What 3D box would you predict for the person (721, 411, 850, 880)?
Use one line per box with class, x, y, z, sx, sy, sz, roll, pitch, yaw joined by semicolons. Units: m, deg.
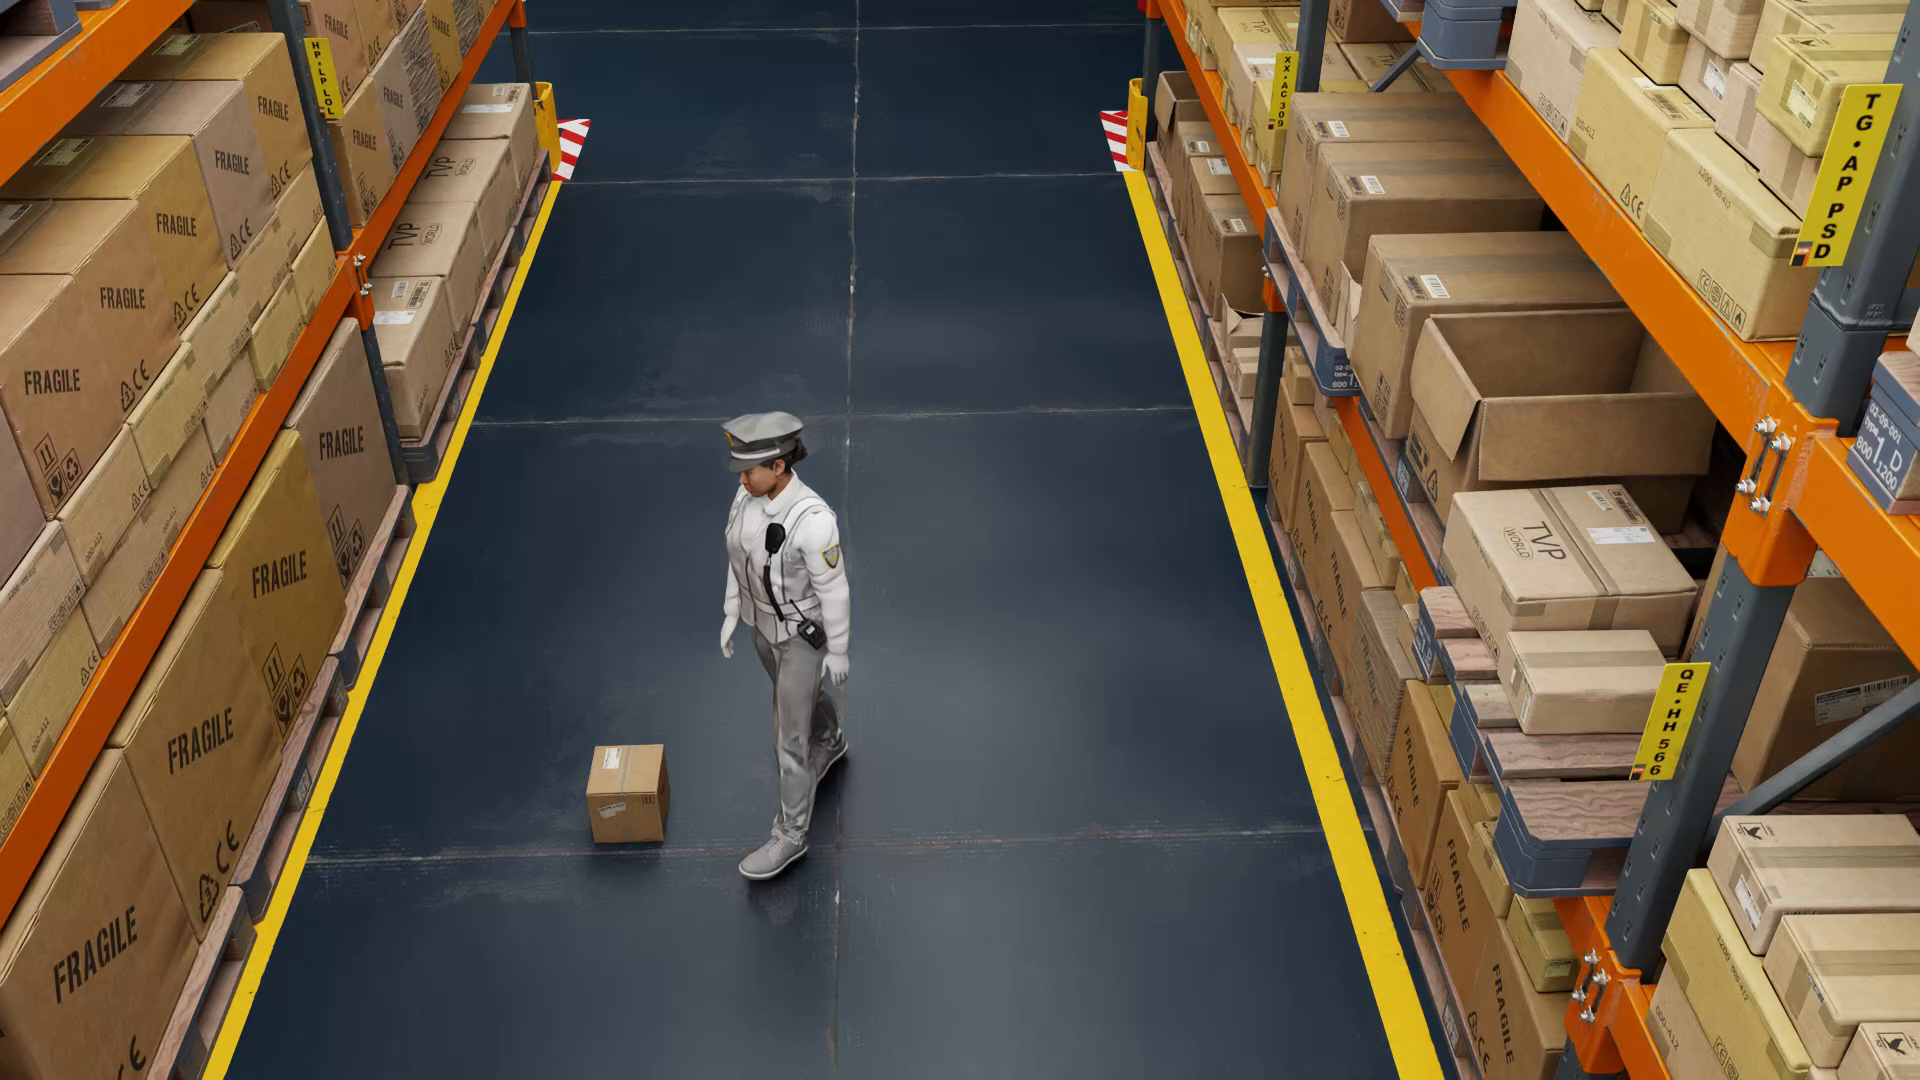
person;-0.622;0.324;5.667;0.699;1.637;0.520;-26;43;-31
